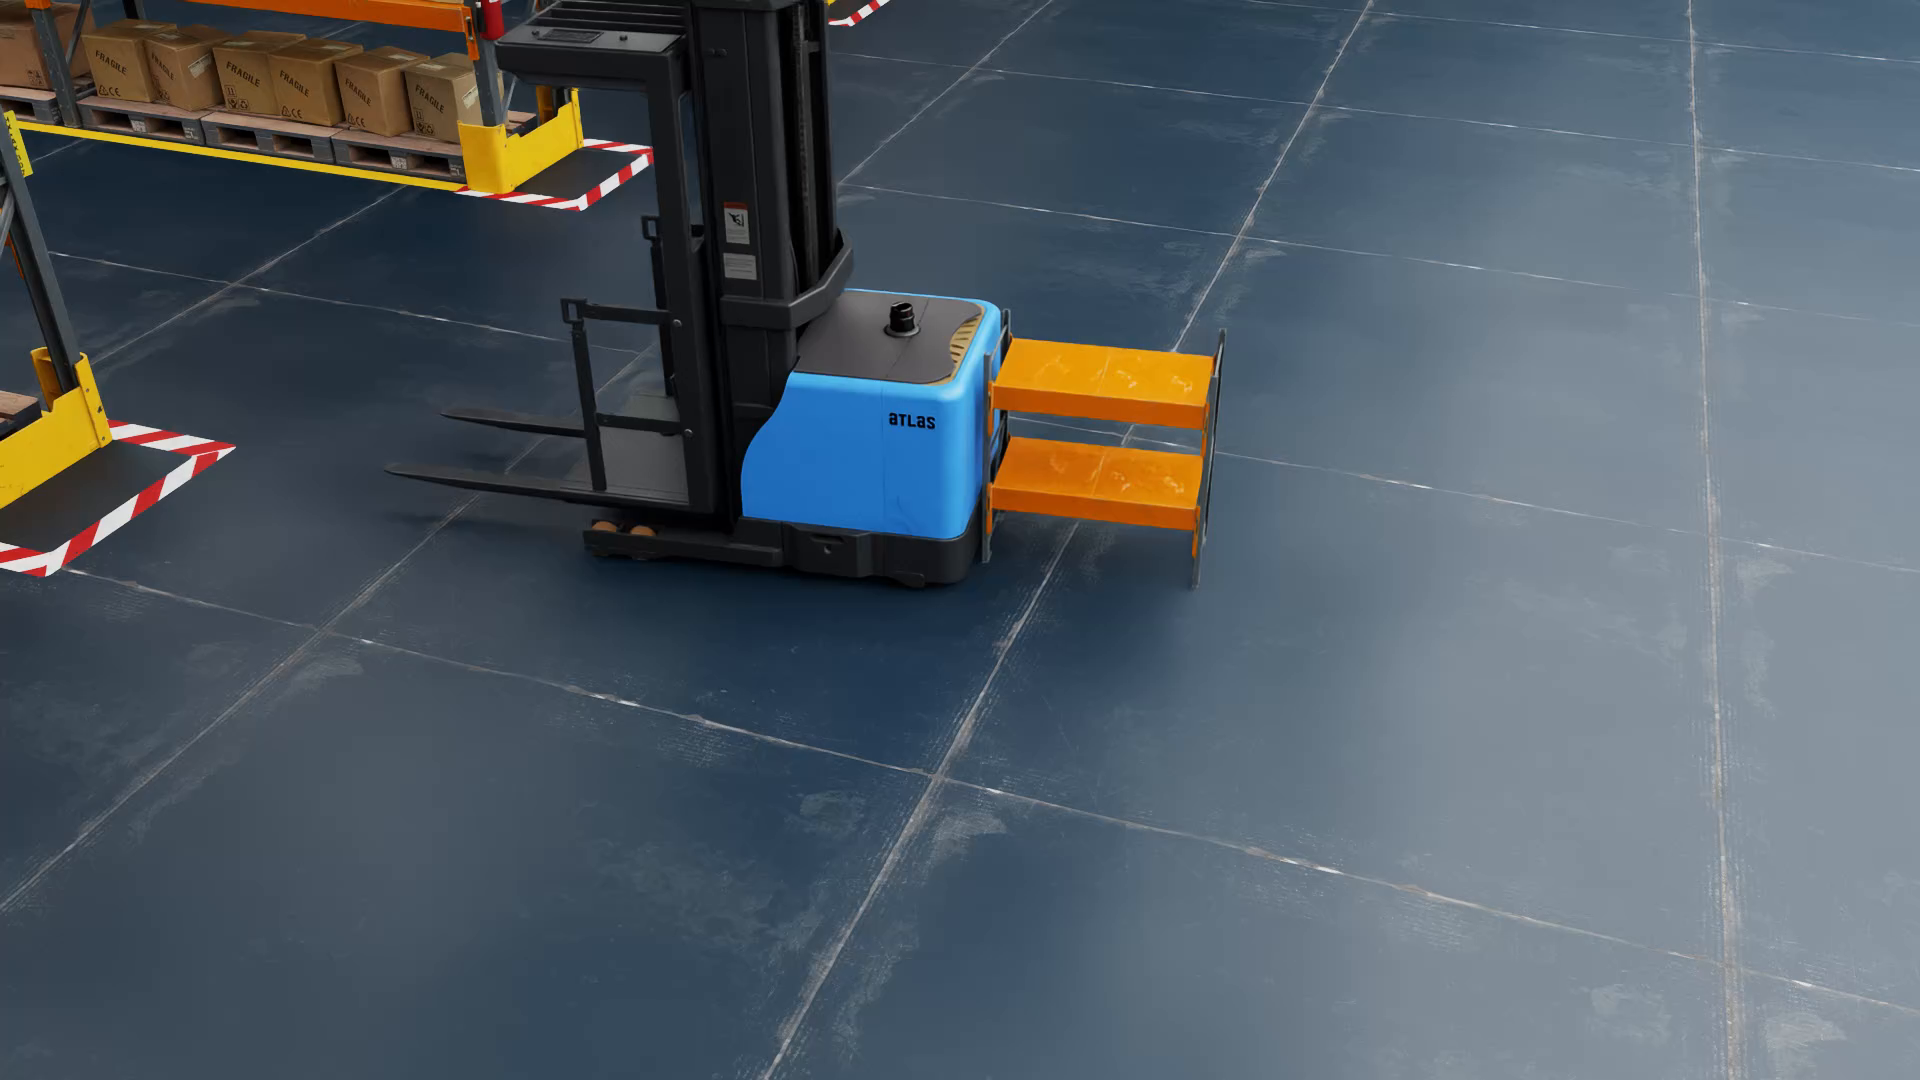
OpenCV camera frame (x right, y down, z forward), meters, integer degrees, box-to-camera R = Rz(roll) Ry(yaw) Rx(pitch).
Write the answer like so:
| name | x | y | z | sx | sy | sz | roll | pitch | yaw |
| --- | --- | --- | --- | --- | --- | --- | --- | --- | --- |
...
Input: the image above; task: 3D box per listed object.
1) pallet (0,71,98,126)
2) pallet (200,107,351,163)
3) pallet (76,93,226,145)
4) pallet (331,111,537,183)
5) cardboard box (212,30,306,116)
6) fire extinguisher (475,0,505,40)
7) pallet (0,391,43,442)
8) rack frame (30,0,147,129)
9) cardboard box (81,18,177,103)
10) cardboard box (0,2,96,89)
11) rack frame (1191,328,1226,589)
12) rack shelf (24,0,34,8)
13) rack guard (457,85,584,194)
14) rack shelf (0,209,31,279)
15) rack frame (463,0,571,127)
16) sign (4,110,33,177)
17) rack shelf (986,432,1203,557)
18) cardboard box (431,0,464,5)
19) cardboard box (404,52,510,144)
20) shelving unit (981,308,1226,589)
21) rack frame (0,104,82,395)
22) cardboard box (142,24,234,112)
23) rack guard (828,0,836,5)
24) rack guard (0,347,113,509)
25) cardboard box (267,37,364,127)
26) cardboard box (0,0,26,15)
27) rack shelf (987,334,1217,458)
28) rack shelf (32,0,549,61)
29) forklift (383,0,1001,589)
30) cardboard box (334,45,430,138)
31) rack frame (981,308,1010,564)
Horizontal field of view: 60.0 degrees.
| name | x | y | z | sx | sy | sz | roll | pitch | yaw |
| --- | --- | --- | --- | --- | --- | --- | --- | --- | --- |
| pallet | -7.718 | -3.798 | 13.938 | 1.213 | 0.211 | 1.003 | 11 | 34 | 16 |
| pallet | -5.188 | -3.329 | 13.212 | 1.213 | 0.211 | 1.003 | 11 | 34 | 16 |
| pallet | -6.341 | -3.551 | 13.556 | 1.213 | 0.211 | 1.003 | 11 | 34 | 16 |
| pallet | -4.044 | -3.105 | 12.864 | 1.213 | 0.211 | 1.003 | 11 | 34 | 16 |
| cardboard box | -5.469 | -3.686 | 13.111 | 0.500 | 0.500 | 0.500 | 8 | 34 | 12 |
| fire extinguisher | -3.267 | -3.807 | 11.452 | 0.183 | 0.674 | 0.296 | 11 | 34 | 16 |
| pallet | -5.741 | -0.537 | 8.886 | 1.213 | 0.211 | 1.003 | 11 | 34 | 16 |
| rack frame | -6.985 | -4.828 | 12.962 | 0.127 | 3.000 | 1.000 | 11 | 34 | 16 |
| cardboard box | -6.622 | -3.860 | 13.381 | 0.500 | 0.500 | 0.500 | 10 | 34 | 15 |
| cardboard box | -7.556 | -4.086 | 13.712 | 0.500 | 0.500 | 0.700 | 8 | 34 | 13 |
| rack frame | 1.166 | -0.375 | 7.794 | 0.032 | 1.125 | 0.500 | 7 | 33 | 10 |
| rack shelf | -8.868 | -4.892 | 13.724 | 4.000 | 0.370 | 1.077 | 11 | 34 | 16 |
| rack guard | -3.291 | -3.060 | 12.528 | 0.348 | 0.500 | 1.175 | 11 | 34 | 16 |
| rack shelf | -6.773 | -1.631 | 8.673 | 4.000 | 0.370 | 1.077 | 11 | 34 | 16 |
| rack frame | -3.219 | -4.096 | 11.828 | 0.127 | 3.000 | 1.000 | 11 | 34 | 16 |
| sign | -4.701 | -1.963 | 8.270 | 0.005 | 0.325 | 0.100 | 11 | 34 | 16 |
| rack shelf | 0.668 | -0.227 | 8.015 | 1.000 | 0.278 | 0.538 | 7 | 33 | 10 |
| cardboard box | -3.557 | -3.937 | 11.814 | 0.250 | 0.149 | 0.380 | 11 | 34 | 16 |
| cardboard box | -3.802 | -3.345 | 12.583 | 0.500 | 0.500 | 0.500 | 18 | 37 | 25 |
| shelving unit | 0.668 | -0.432 | 7.883 | 1.048 | 1.125 | 0.538 | 7 | 33 | 10 |
| rack frame | -4.890 | -1.567 | 7.911 | 0.127 | 3.000 | 1.000 | 11 | 34 | 16 |
| cardboard box | -6.080 | -3.760 | 13.225 | 0.500 | 0.500 | 0.500 | 23 | 39 | 31 |
| rack guard | -1.428 | -5.555 | 16.394 | 0.348 | 0.500 | 1.175 | 11 | 34 | 16 |
| rack guard | -4.978 | -0.507 | 8.574 | 0.348 | 0.500 | 1.175 | 11 | 34 | 16 |
| cardboard box | -4.959 | -3.561 | 12.917 | 0.500 | 0.500 | 0.500 | 14 | 35 | 21 |
| cardboard box | -7.998 | -4.183 | 13.862 | 0.500 | 0.500 | 0.700 | 11 | 34 | 16 |
| rack shelf | 0.668 | -0.678 | 7.724 | 1.000 | 0.278 | 0.538 | 7 | 33 | 10 |
| rack shelf | -5.102 | -4.160 | 12.590 | 4.000 | 0.370 | 1.077 | 11 | 34 | 16 |
| forklift | -1.361 | -1.403 | 7.721 | 3.031 | 2.935 | 1.130 | 7 | 33 | 10 |
| cardboard box | -4.376 | -3.437 | 12.725 | 0.500 | 0.500 | 0.500 | 21 | 38 | 29 |
| rack frame | 0.171 | -0.490 | 7.972 | 0.032 | 1.125 | 0.500 | 7 | 33 | 10 |
